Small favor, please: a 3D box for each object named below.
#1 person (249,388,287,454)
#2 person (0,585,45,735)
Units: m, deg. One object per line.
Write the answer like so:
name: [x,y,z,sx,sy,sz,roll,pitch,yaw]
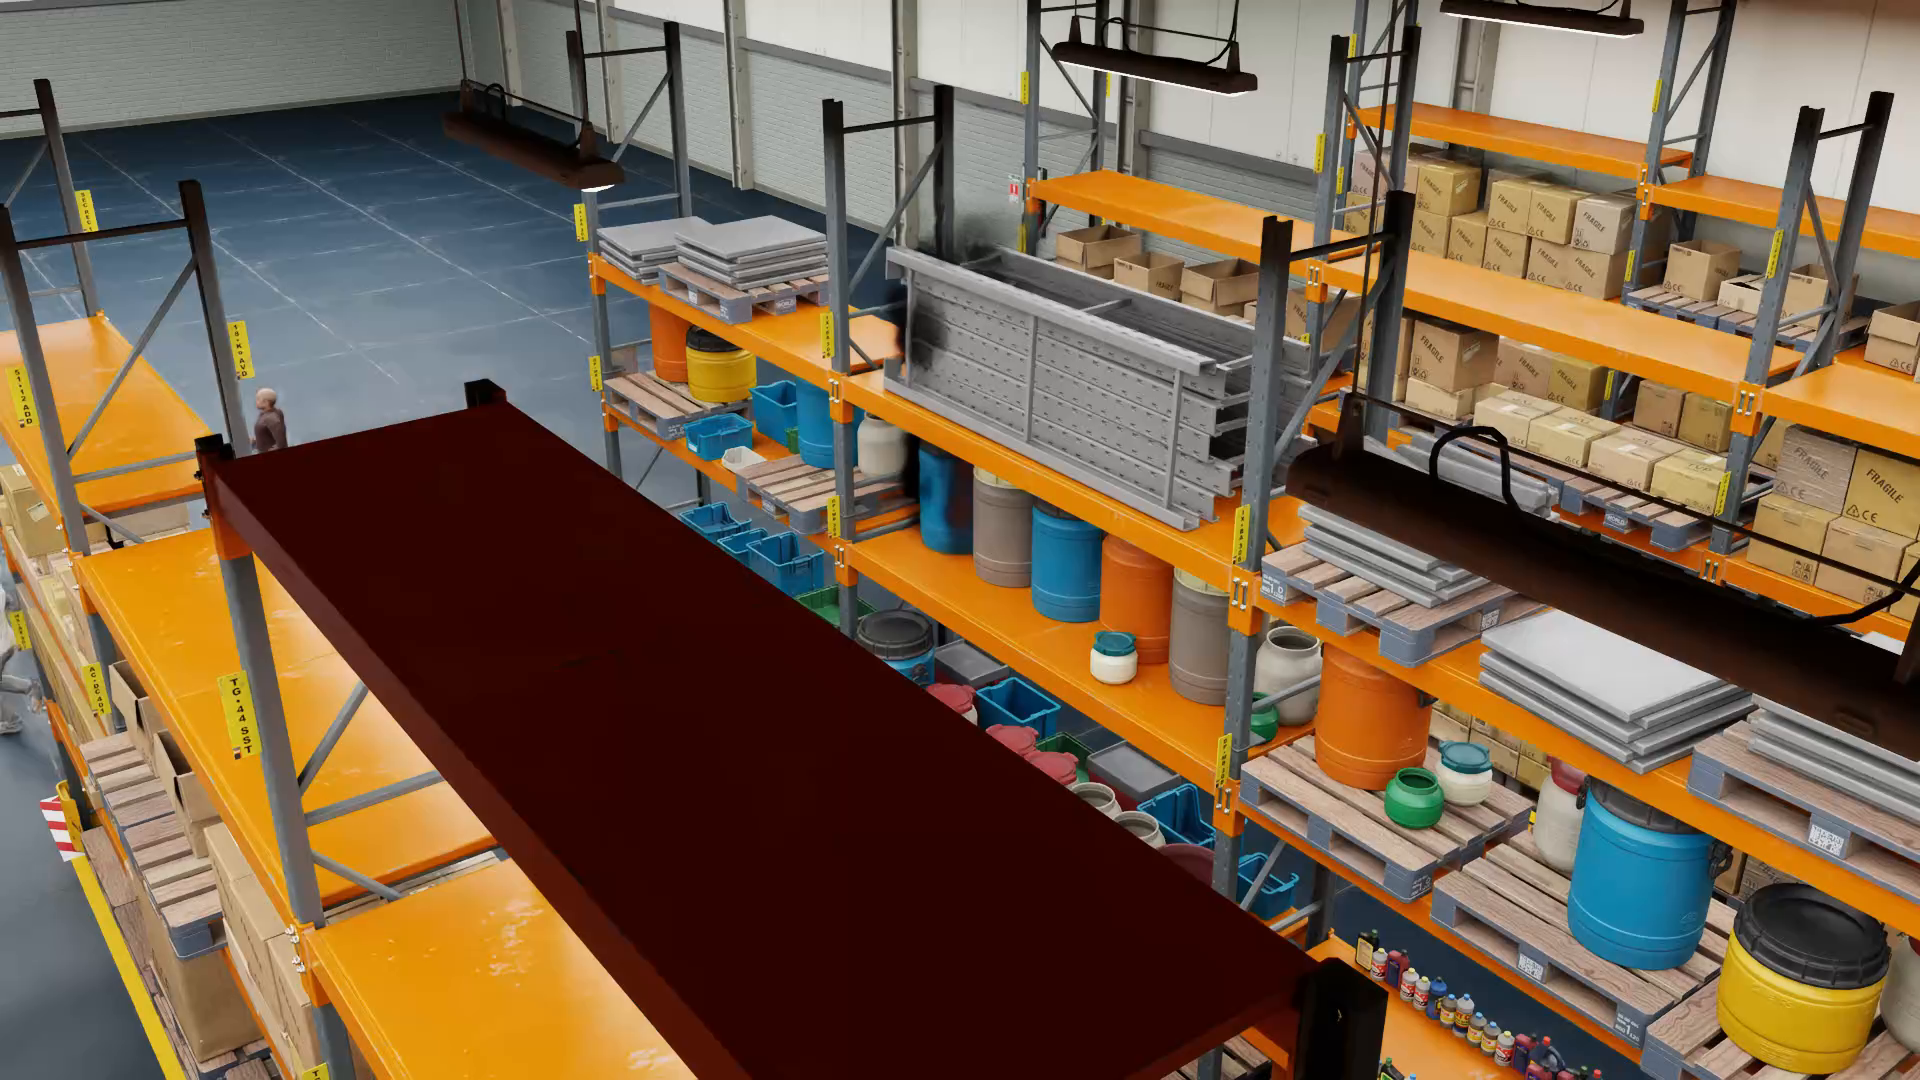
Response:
person: [-7.799,-0.884,18.821,0.653,1.729,0.701,-6,25,-12]
person: [-8.621,0.958,14.868,0.590,1.727,0.670,-2,25,-4]
